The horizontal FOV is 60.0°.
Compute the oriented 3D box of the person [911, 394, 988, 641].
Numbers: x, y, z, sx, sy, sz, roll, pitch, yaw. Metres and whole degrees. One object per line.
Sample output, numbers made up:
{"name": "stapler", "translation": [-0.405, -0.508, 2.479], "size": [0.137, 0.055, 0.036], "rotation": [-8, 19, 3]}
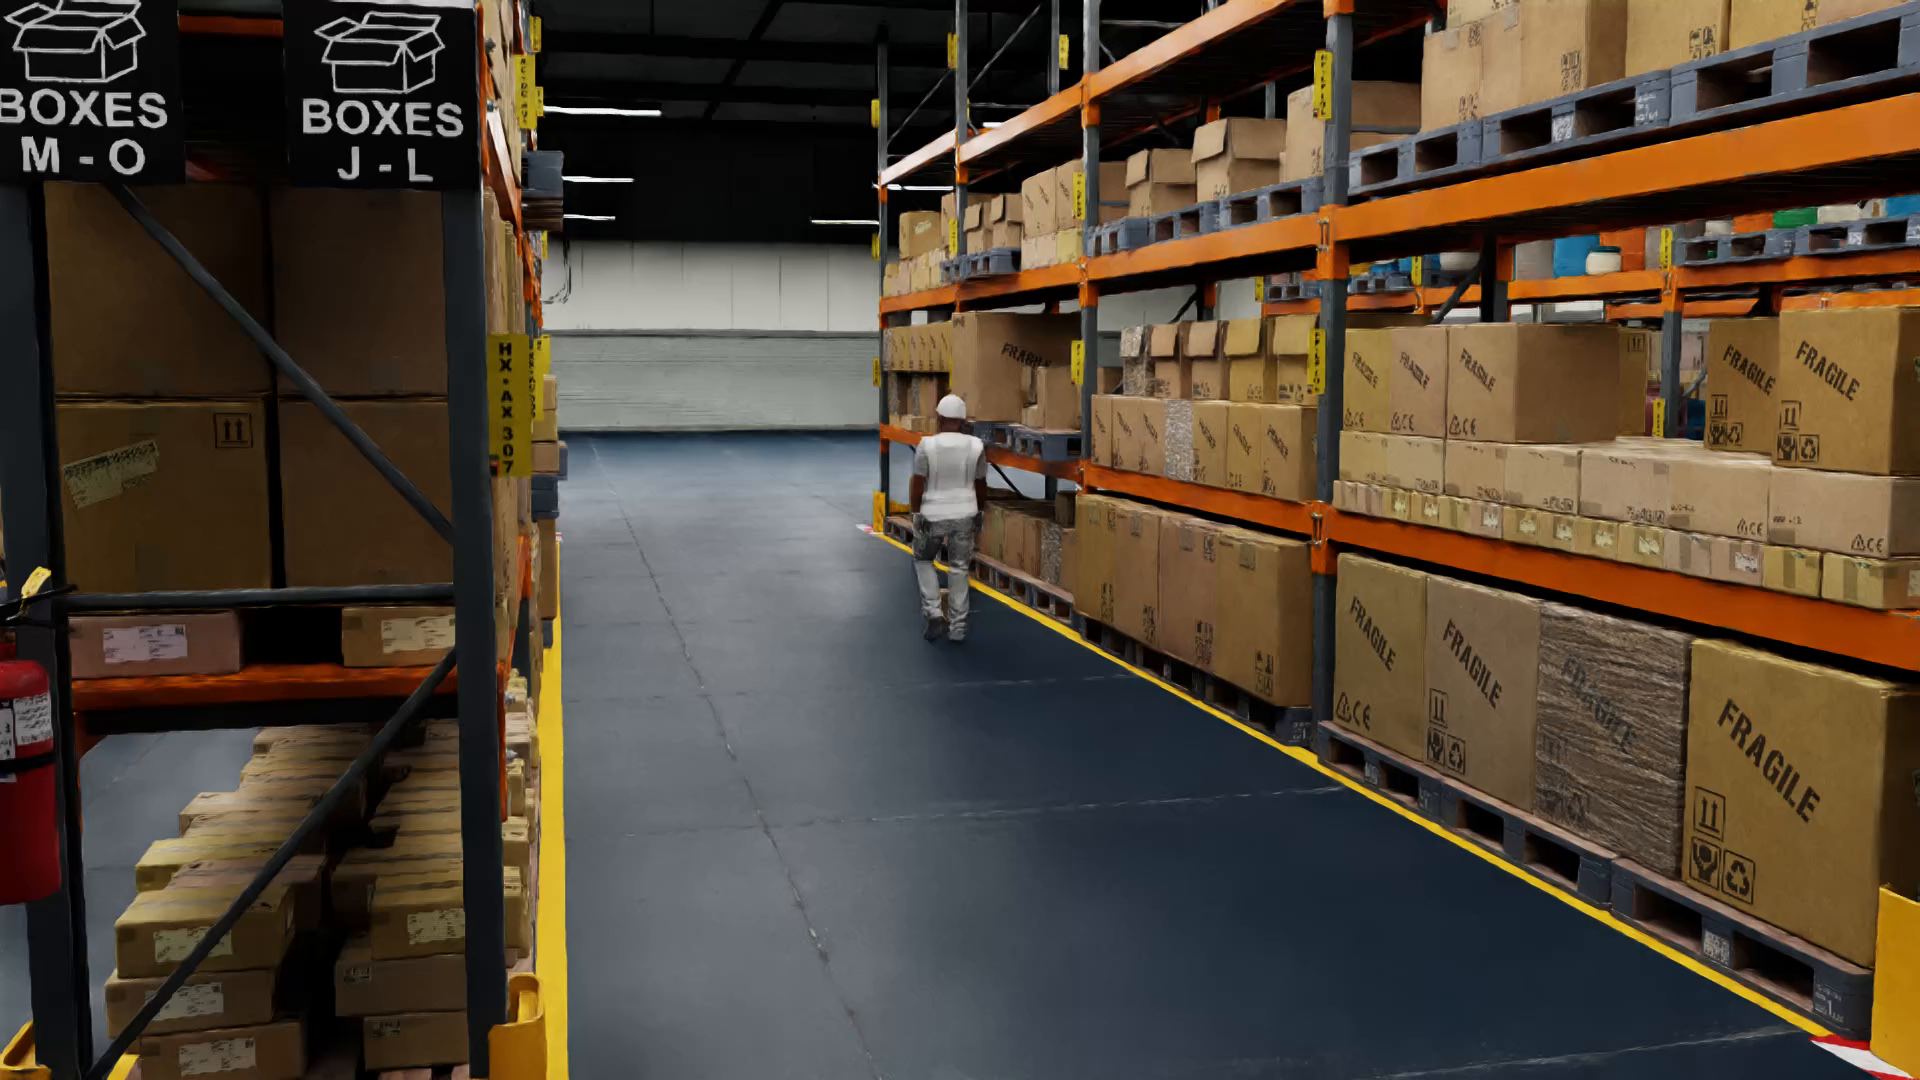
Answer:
{"name": "person", "translation": [-0.089, -0.156, 12.107], "size": [0.573, 1.809, 0.469], "rotation": [-1, 6, -9]}
